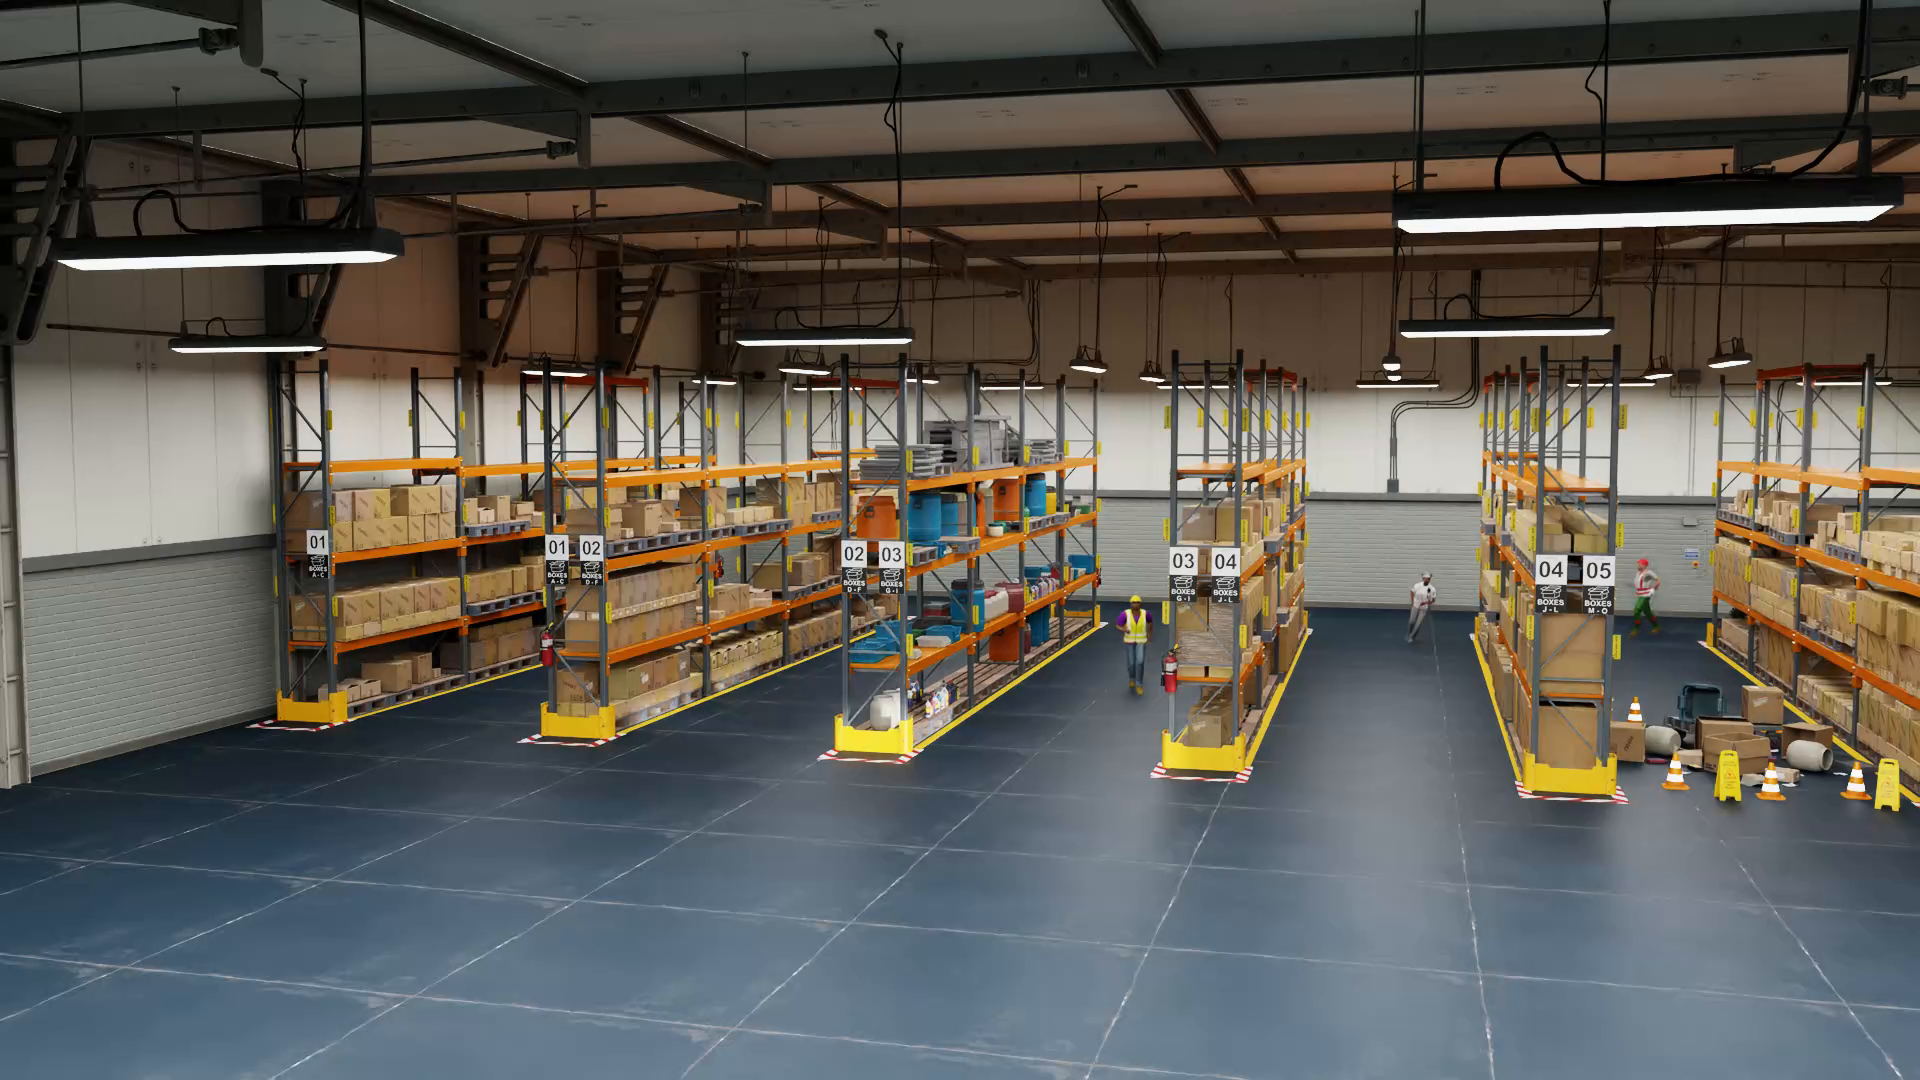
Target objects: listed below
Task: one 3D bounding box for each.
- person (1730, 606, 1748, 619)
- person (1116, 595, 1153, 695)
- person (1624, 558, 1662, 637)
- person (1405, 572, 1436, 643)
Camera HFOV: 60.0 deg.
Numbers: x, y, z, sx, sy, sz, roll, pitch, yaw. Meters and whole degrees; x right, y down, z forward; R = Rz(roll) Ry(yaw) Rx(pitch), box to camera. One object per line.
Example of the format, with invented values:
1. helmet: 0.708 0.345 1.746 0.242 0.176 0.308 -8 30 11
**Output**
1. person: 17.730 1.399 37.788 0.730 1.766 0.969 -4 6 -43
2. person: 3.210 1.919 30.673 0.678 1.817 0.803 0 4 6
3. person: 15.810 1.336 38.436 0.856 1.824 0.598 0 4 4
4. person: 10.289 1.511 37.174 0.651 1.617 0.543 1 4 18
